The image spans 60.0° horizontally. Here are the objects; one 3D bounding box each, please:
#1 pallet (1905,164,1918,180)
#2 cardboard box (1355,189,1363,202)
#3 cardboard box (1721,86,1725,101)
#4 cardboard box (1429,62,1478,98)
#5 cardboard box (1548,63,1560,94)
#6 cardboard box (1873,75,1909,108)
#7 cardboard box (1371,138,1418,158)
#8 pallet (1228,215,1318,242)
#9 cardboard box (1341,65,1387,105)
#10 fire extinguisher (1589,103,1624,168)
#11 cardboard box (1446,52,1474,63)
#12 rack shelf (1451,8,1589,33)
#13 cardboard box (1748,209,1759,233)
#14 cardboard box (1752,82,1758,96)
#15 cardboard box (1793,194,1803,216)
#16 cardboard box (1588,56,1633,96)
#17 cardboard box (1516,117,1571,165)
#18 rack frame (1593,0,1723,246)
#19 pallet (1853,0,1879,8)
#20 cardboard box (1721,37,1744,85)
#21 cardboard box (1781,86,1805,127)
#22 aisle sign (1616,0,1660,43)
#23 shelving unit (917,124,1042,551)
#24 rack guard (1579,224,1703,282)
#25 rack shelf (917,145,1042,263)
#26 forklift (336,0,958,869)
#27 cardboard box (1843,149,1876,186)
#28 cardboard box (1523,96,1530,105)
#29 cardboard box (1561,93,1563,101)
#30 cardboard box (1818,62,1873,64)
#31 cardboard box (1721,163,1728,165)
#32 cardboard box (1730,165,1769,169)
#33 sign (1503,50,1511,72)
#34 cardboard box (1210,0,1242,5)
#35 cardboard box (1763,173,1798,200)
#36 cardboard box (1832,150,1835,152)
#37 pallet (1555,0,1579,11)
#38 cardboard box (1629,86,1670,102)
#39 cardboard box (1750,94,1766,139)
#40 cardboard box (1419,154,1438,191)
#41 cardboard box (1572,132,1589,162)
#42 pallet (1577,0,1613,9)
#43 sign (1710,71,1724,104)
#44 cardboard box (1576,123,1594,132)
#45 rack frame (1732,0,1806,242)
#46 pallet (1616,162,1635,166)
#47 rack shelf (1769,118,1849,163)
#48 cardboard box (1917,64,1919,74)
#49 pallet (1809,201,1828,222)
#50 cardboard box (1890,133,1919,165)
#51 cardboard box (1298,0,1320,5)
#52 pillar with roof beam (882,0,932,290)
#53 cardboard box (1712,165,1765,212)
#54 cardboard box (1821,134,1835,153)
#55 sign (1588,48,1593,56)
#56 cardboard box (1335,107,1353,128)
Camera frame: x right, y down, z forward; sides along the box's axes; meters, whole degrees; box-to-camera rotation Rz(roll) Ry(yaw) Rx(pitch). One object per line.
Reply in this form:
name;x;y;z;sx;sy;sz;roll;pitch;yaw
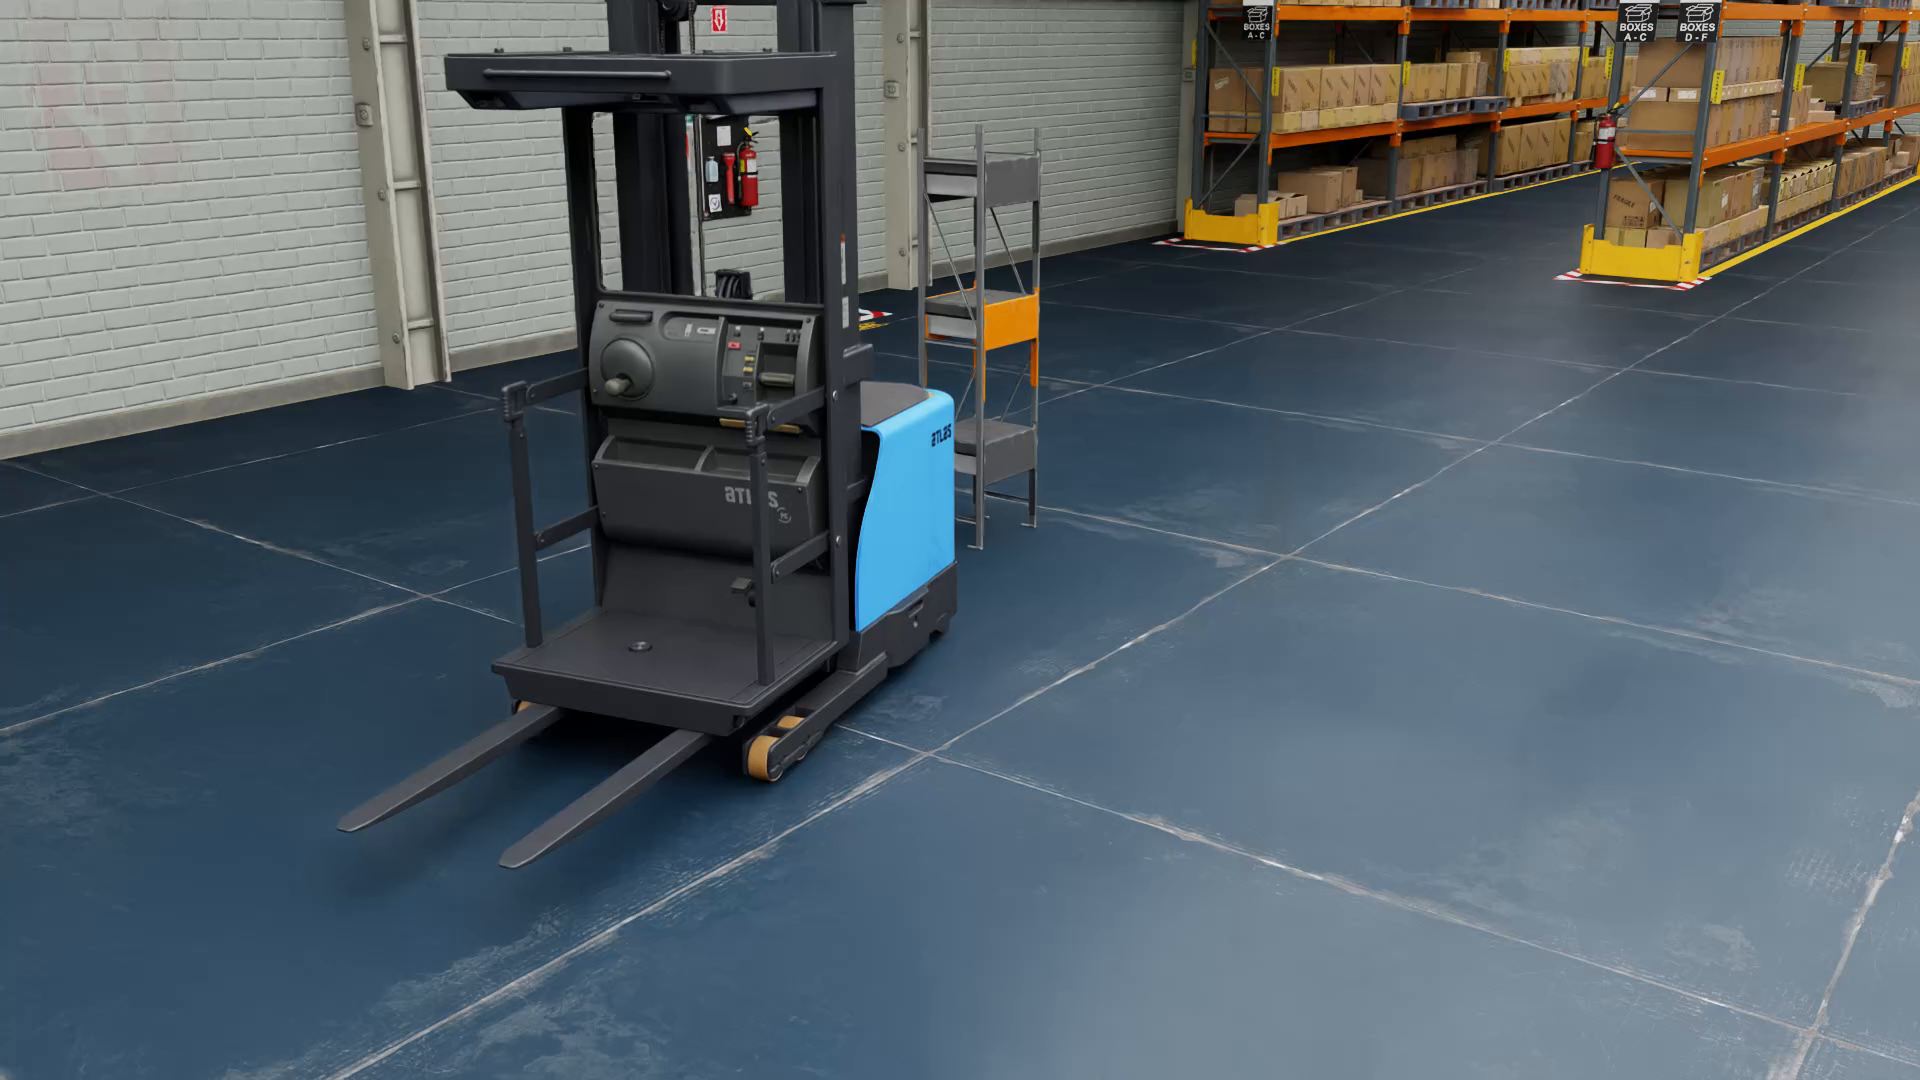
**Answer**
pallet;16.323;-6.556;29.498;1.003;0.211;1.213;12;21;35
cardboard box;5.418;-4.836;23.295;0.380;0.166;0.250;9;20;28
cardboard box;8.021;-4.820;17.945;0.380;0.149;0.250;13;21;35
cardboard box;7.512;-7.071;25.545;0.700;0.500;0.500;10;20;30
cardboard box;9.804;-7.821;28.166;0.500;0.500;0.500;12;21;35
cardboard box;14.982;-7.264;26.908;0.500;0.500;0.500;13;22;36
cardboard box;6.397;-5.770;24.475;0.500;0.250;0.500;12;21;34
pallet;3.887;-4.033;21.374;1.003;0.211;1.213;12;21;35
cardboard box;5.386;-6.121;22.351;0.500;0.500;0.500;12;21;34
fire extinguisher;6.866;-4.302;17.669;0.296;0.674;0.183;12;21;35
cardboard box;7.734;-7.465;25.722;0.380;0.149;0.250;9;19;26
rack shelf;9.287;-8.630;27.631;1.077;0.370;4.000;12;21;35
cardboard box;9.286;-3.858;20.039;0.500;0.250;0.500;12;21;35
cardboard box;8.945;-5.190;19.137;0.380;0.149;0.250;13;22;36
cardboard box;10.744;-4.422;21.855;0.500;0.250;0.500;12;21;33
cardboard box;12.142;-8.815;31.565;0.980;0.700;0.700;12;21;34
cardboard box;10.196;-7.013;29.187;0.750;0.750;0.750;13;21;35
rack frame;7.310;-4.285;17.483;1.000;3.000;0.127;12;21;35
pallet;11.744;-7.355;22.631;1.213;0.211;1.003;14;22;37
cardboard box;8.238;-5.320;18.461;0.700;0.500;0.500;13;21;35
cardboard box;10.776;-5.710;21.904;0.500;0.500;0.500;12;21;35
aisle sign;7.035;-5.562;17.215;0.394;0.787;0.004;12;21;35
shelving unit;0.099;-1.042;8.559;0.431;2.100;0.503;12;21;35
rack guard;7.295;-3.085;17.836;1.175;0.500;0.348;12;21;35
rack shelf;0.099;-1.698;8.356;0.431;0.518;0.480;12;21;35
forklift;-1.042;-0.675;5.976;1.130;2.935;3.031;7;19;21
cardboard box;13.795;-5.755;25.692;0.500;0.500;0.500;13;21;35
cardboard box;9.222;-7.303;27.593;0.380;0.149;0.250;13;21;36
cardboard box;10.183;-7.658;28.737;0.380;0.149;0.250;13;22;36
cardboard box;13.998;-7.318;26.374;0.700;0.500;0.500;5;18;16
cardboard box;9.165;-4.428;20.608;0.500;0.500;0.500;12;21;35
cardboard box;10.611;-4.902;22.455;0.500;0.311;0.500;12;21;34
sign;8.537;-7.486;25.974;0.100;0.325;0.005;12;21;35
cardboard box;3.374;-6.793;20.301;0.500;0.500;0.500;14;22;39
cardboard box;10.442;-4.565;21.370;0.500;0.311;0.500;12;21;34
cardboard box;13.363;-5.840;25.966;0.500;0.500;0.500;13;21;35
pallet;9.972;-9.131;28.355;0.805;0.209;1.217;11;21;33
cardboard box;7.384;-4.767;17.774;0.380;0.149;0.250;12;21;34
cardboard box;9.124;-5.052;19.784;0.700;0.500;0.500;12;21;34
cardboard box;6.742;-5.553;25.040;0.700;0.500;0.500;13;21;35
cardboard box;11.007;-7.184;30.327;0.700;0.500;0.500;13;21;35
pallet;10.975;-9.600;29.693;1.003;0.211;1.213;12;21;35
sign;7.752;-4.636;17.023;0.100;0.325;0.005;12;21;35
cardboard box;11.358;-7.543;30.389;0.380;0.149;0.250;13;22;37
rack frame;9.693;-5.237;20.551;1.000;3.000;0.127;12;21;35
pallet;12.449;-7.434;32.327;1.003;0.211;1.213;12;21;35
rack shelf;10.885;-5.370;22.192;1.077;0.370;4.000;12;21;35
cardboard box;15.887;-8.099;27.912;0.500;0.500;0.500;13;22;36
pallet;11.554;-4.669;23.424;1.003;0.211;1.213;12;21;35
cardboard box;16.717;-6.939;29.503;0.500;0.500;0.500;12;21;35
cardboard box;4.078;-6.806;20.343;0.500;0.500;0.500;14;22;38
pillar with roof beam;2.934;-6.154;13.387;9.100;9.000;0.400;12;21;35
cardboard box;9.285;-4.217;19.929;0.500;0.500;0.500;12;21;35
cardboard box;13.081;-6.087;25.497;0.500;0.250;0.500;12;21;34
sign;12.420;-9.521;32.751;0.100;0.325;0.005;12;21;35
cardboard box;4.784;-5.524;21.692;0.500;0.250;0.500;13;21;35
